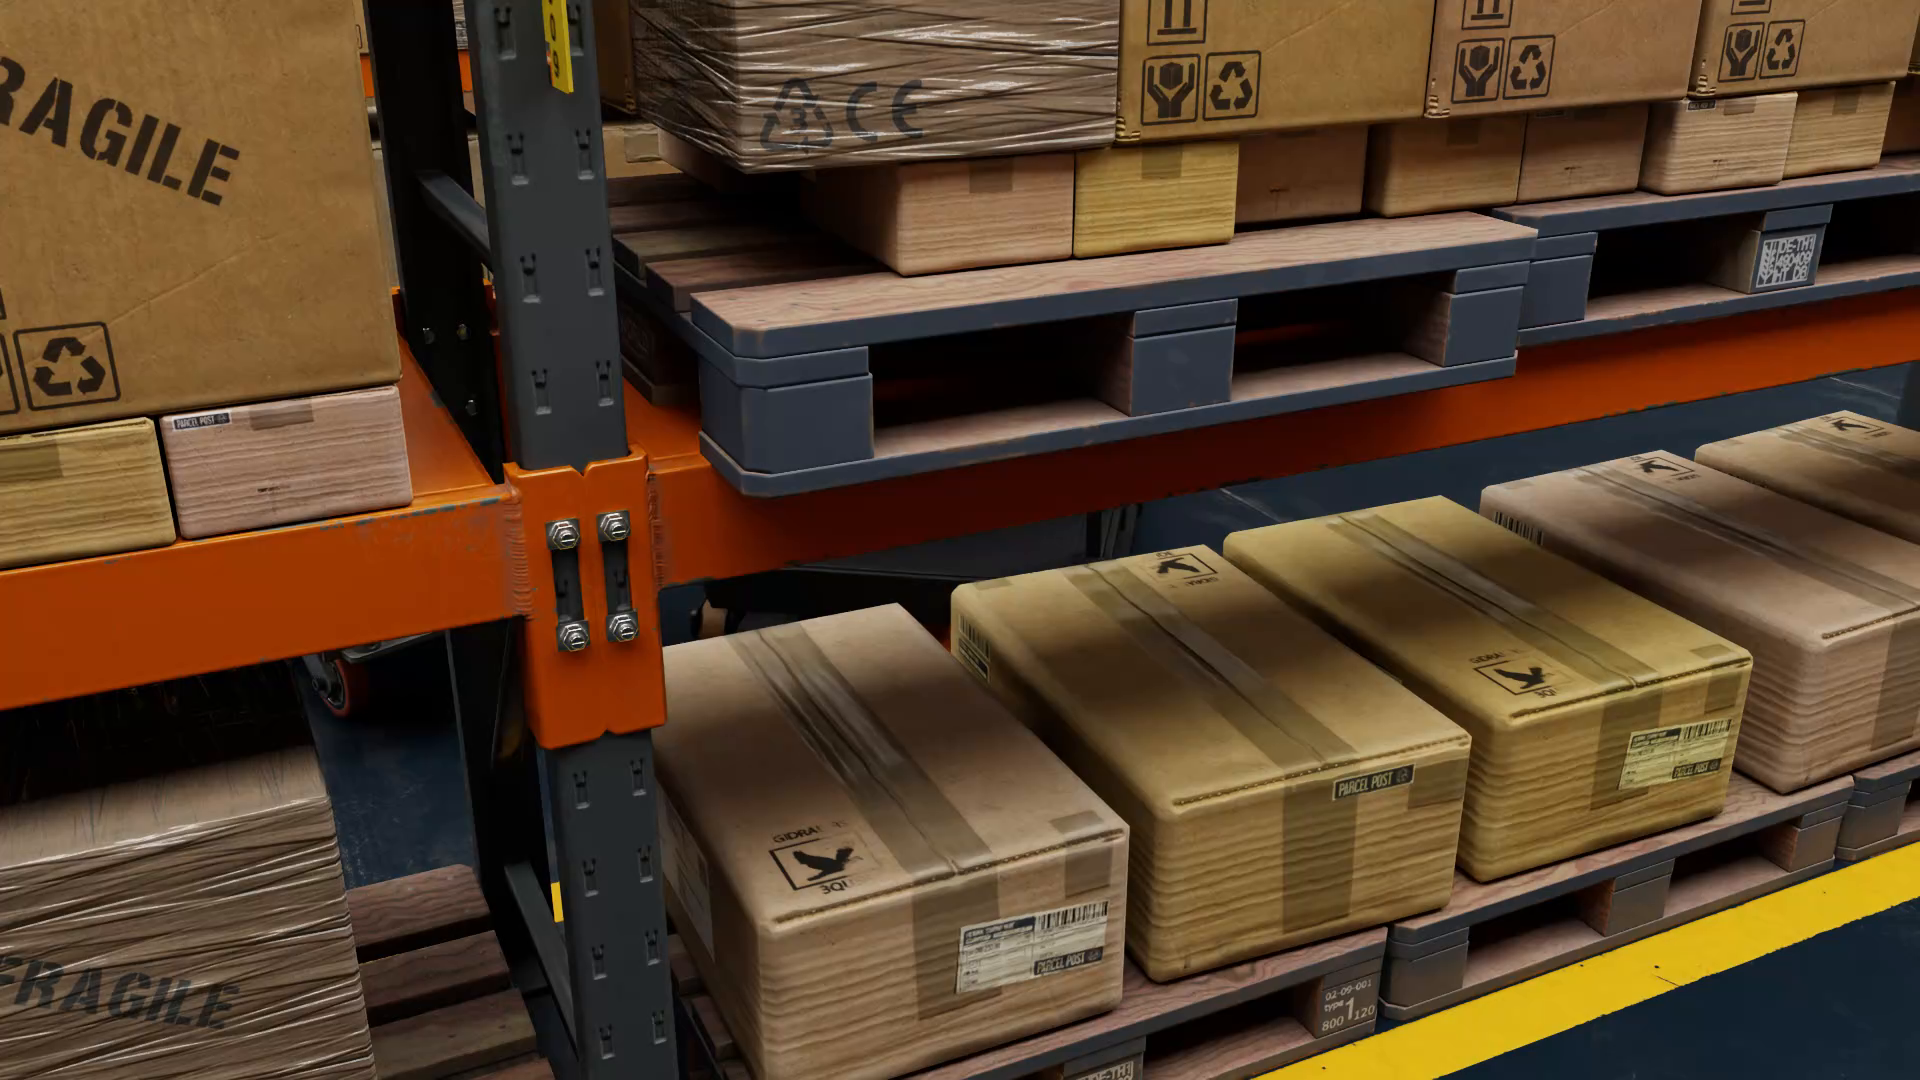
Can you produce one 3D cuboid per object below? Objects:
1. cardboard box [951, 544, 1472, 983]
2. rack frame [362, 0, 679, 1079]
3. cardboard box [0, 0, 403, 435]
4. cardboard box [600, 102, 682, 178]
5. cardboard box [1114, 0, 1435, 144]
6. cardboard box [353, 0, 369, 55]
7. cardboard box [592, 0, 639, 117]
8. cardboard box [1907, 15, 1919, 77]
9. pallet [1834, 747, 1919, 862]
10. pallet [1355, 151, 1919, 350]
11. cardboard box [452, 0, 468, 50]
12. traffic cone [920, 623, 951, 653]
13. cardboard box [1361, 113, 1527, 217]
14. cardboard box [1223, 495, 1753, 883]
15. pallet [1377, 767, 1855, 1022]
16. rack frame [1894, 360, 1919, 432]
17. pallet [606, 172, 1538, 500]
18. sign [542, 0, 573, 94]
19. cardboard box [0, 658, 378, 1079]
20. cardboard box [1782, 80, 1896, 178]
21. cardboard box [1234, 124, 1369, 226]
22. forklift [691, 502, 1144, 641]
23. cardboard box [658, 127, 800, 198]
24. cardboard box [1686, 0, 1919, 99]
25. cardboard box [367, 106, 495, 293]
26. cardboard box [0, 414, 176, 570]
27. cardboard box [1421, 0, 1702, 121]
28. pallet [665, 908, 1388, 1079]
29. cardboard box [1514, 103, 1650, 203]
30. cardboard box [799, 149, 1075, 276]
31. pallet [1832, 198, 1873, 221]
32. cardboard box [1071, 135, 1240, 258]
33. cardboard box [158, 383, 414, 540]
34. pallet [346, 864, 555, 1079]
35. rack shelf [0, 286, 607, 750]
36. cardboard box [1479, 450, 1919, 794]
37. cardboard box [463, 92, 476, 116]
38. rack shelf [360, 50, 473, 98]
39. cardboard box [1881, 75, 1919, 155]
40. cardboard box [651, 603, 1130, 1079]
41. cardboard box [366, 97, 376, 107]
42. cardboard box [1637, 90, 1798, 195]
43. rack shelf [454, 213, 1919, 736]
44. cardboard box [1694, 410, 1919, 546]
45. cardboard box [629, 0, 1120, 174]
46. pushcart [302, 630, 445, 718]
[{"bbox_3d":[0.442,0.386,3.282,0.625,0.372,0.950,-9,24,-20],"label":"cardboard box"},{"bbox_3d":[-0.676,-0.426,2.357,0.127,3.000,1.000,-10,25,-24],"label":"rack frame"},{"bbox_3d":[-0.968,-0.450,1.896,0.500,0.500,0.500,-11,25,-25],"label":"cardboard box"},{"bbox_3d":[-1.522,-1.562,7.494,0.750,0.750,1.050,-10,25,-24],"label":"cardboard box"},{"bbox_3d":[0.322,-0.866,2.351,0.500,0.500,0.500,-10,25,-23],"label":"cardboard box"},{"bbox_3d":[-2.323,-2.156,6.405,0.500,0.500,0.500,-10,25,-23],"label":"cardboard box"},{"bbox_3d":[-0.359,-0.959,2.577,0.500,0.500,0.500,-11,25,-25],"label":"cardboard box"},{"bbox_3d":[1.724,-1.122,2.970,0.500,0.500,0.500,-12,25,-27],"label":"cardboard box"},{"bbox_3d":[2.224,0.328,4.181,1.213,0.211,1.003,-10,25,-24],"label":"pallet"},{"bbox_3d":[1.163,-0.658,3.169,1.213,0.211,1.003,-10,25,-24],"label":"pallet"},{"bbox_3d":[-1.868,-2.240,6.608,0.500,0.500,0.500,-10,25,-23],"label":"cardboard box"},{"bbox_3d":[-0.166,0.058,4.504,0.334,0.463,0.336,-10,25,-24],"label":"traffic cone"},{"bbox_3d":[0.660,-0.627,2.621,0.250,0.149,0.380,-10,25,-23],"label":"cardboard box"},{"bbox_3d":[1.068,0.270,3.562,0.625,0.372,0.950,-10,24,-22],"label":"cardboard box"},{"bbox_3d":[1.126,0.529,3.696,1.213,0.211,1.003,-10,25,-24],"label":"pallet"},{"bbox_3d":[2.928,-1.089,3.960,0.127,3.000,1.000,-10,25,-24],"label":"rack frame"},{"bbox_3d":[0.076,-0.414,2.579,1.213,0.211,1.003,-10,25,-24],"label":"pallet"},{"bbox_3d":[-0.434,-0.640,1.742,0.005,0.325,0.100,-10,25,-24],"label":"sign"},{"bbox_3d":[-1.092,0.495,2.198,0.500,0.500,0.500,-11,25,-24],"label":"cardboard box"},{"bbox_3d":[1.373,-0.747,2.913,0.250,0.149,0.380,-11,25,-25],"label":"cardboard box"},{"bbox_3d":[0.410,-0.598,2.553,0.250,0.149,0.380,-9,24,-20],"label":"cardboard box"},{"bbox_3d":[-0.106,-1.117,4.116,1.130,2.935,3.031,4,23,9],"label":"forklift"},{"bbox_3d":[-0.332,-0.684,2.760,0.250,0.149,0.380,-10,25,-23],"label":"cardboard box"},{"bbox_3d":[1.232,-1.032,2.752,0.500,0.500,0.500,-12,25,-26],"label":"cardboard box"},{"bbox_3d":[-2.393,-1.403,7.111,0.750,0.750,1.050,-11,25,-24],"label":"cardboard box"},{"bbox_3d":[-1.055,-0.108,1.917,0.250,0.149,0.380,-10,24,-22],"label":"cardboard box"},{"bbox_3d":[0.774,-0.943,2.537,0.500,0.500,0.500,-11,25,-24],"label":"cardboard box"},{"bbox_3d":[0.025,0.733,3.203,1.213,0.211,1.003,-10,25,-24],"label":"pallet"},{"bbox_3d":[0.884,-0.667,2.719,0.250,0.149,0.380,-10,25,-23],"label":"cardboard box"},{"bbox_3d":[-0.041,-0.487,2.283,0.250,0.149,0.380,-10,25,-23],"label":"cardboard box"},{"bbox_3d":[2.333,-0.846,3.622,1.003,0.211,1.213,-10,25,-24],"label":"pallet"},{"bbox_3d":[0.188,-0.525,2.376,0.250,0.149,0.380,-10,24,-23],"label":"cardboard box"},{"bbox_3d":[-0.833,-0.151,2.022,0.250,0.149,0.380,-11,25,-24],"label":"cardboard box"},{"bbox_3d":[-1.266,0.986,2.592,1.213,0.211,1.003,-10,25,-24],"label":"pallet"},{"bbox_3d":[-2.478,0.238,1.693,4.000,0.370,1.077,-10,25,-24],"label":"rack shelf"},{"bbox_3d":[1.754,0.146,3.861,0.625,0.372,0.950,-11,25,-25],"label":"cardboard box"},{"bbox_3d":[-3.469,-3.149,11.629,0.500,0.500,0.700,-13,26,-28],"label":"cardboard box"},{"bbox_3d":[-1.112,-2.114,7.376,4.000,0.370,1.077,-10,25,-24],"label":"rack shelf"},{"bbox_3d":[1.564,-0.817,3.082,0.250,0.149,0.380,-10,25,-23],"label":"cardboard box"},{"bbox_3d":[-0.204,0.506,2.991,0.625,0.372,0.950,-10,25,-23],"label":"cardboard box"},{"bbox_3d":[-3.973,-3.056,11.405,0.500,0.500,0.700,-11,25,-24],"label":"cardboard box"},{"bbox_3d":[1.146,-0.693,2.782,0.250,0.149,0.380,-9,24,-22],"label":"cardboard box"},{"bbox_3d":[1.126,-0.425,3.296,4.000,0.370,1.077,-10,25,-24],"label":"rack shelf"},{"bbox_3d":[2.415,0.021,4.164,0.625,0.372,0.950,-12,25,-27],"label":"cardboard box"},{"bbox_3d":[-0.129,-0.782,2.150,0.500,0.500,0.500,-10,24,-22],"label":"cardboard box"},{"bbox_3d":[-1.710,0.008,4.736,1.648,0.377,0.936,20,30,40],"label":"pushcart"}]
